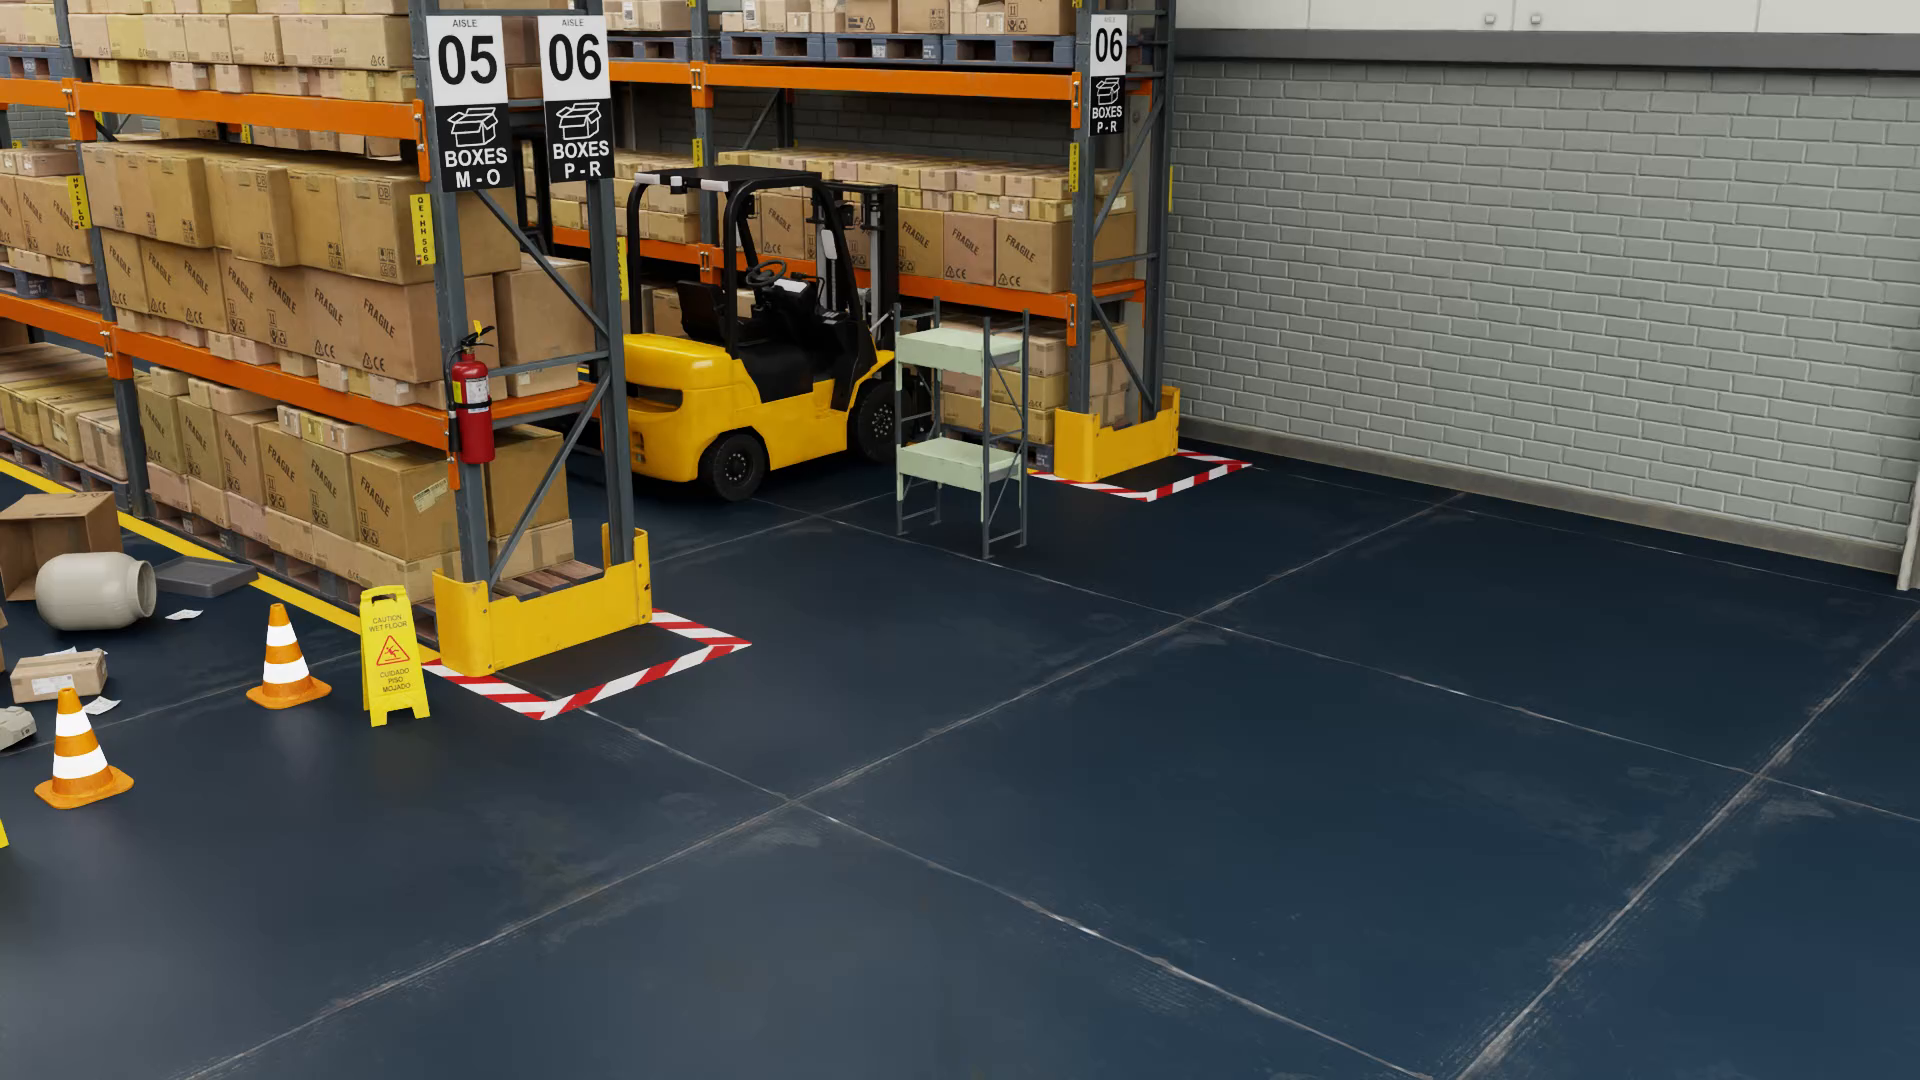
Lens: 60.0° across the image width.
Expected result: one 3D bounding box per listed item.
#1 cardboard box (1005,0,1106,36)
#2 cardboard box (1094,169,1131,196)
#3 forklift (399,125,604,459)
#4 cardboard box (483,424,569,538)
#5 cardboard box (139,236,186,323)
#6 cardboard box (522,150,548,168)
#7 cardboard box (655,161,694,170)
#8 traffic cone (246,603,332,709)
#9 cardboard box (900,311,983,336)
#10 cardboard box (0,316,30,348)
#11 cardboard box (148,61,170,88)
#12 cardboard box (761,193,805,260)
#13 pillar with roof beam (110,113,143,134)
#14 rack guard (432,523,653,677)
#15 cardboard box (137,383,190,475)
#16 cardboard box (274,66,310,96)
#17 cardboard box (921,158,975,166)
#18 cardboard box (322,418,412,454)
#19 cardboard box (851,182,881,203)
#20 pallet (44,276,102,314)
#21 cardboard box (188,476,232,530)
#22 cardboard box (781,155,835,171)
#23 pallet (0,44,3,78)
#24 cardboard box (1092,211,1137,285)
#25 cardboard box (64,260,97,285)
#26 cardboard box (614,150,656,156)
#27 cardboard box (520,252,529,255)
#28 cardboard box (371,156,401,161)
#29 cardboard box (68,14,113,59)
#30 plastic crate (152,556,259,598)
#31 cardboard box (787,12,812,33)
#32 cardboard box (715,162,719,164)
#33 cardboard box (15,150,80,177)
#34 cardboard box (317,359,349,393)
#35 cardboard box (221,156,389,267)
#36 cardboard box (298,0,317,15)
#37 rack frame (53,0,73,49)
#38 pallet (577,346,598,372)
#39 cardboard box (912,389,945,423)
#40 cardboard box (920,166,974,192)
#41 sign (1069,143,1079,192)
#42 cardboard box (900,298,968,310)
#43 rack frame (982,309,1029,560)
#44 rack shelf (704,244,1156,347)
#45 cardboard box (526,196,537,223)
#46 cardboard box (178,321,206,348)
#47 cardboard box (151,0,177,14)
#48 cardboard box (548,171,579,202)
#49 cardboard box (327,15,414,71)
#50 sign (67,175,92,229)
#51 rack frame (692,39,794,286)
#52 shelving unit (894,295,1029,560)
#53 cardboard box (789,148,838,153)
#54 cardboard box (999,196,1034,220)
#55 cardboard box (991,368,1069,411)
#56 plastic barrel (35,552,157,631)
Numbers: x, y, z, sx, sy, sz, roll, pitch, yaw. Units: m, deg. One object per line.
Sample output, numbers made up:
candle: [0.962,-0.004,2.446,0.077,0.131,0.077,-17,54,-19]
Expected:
cardboard box: [0.660,-3.760,11.518,0.500,0.500,0.500,16,24,41]
cardboard box: [1.044,-2.616,12.165,0.250,0.149,0.380,14,23,38]
forklift: [-3.391,-2.142,12.517,3.031,2.935,1.130,15,23,39]
cardboard box: [-2.577,-0.354,9.379,0.500,0.500,0.500,14,22,37]
cardboard box: [-4.596,-1.623,10.110,0.500,0.500,0.500,15,23,39]
cardboard box: [-3.966,-3.641,15.889,0.250,0.149,0.380,15,23,40]
cardboard box: [-2.447,-3.227,14.585,0.250,0.149,0.380,15,23,38]
traffic cone: [-3.317,0.537,8.154,0.334,0.463,0.336,15,23,39]
cardboard box: [-0.168,-1.590,12.860,0.500,0.250,0.500,15,23,40]
cardboard box: [-8.584,-1.829,14.233,0.875,0.875,0.875,15,23,39]
cardboard box: [-4.482,-2.723,9.691,0.250,0.149,0.380,16,24,41]
cardboard box: [-1.280,-2.603,13.690,0.500,0.500,0.500,16,23,40]
pillar with roof beam: [-15.090,-7.845,20.453,0.400,9.000,9.100,15,23,39]
rack guard: [-2.196,0.299,8.844,0.348,0.500,1.175,15,23,39]
cardboard box: [-4.869,-0.748,10.622,0.500,0.500,0.500,16,24,42]
cardboard box: [-3.338,-2.405,8.687,0.250,0.149,0.380,15,23,39]
cardboard box: [-0.094,-2.933,13.164,0.250,0.149,0.380,15,23,40]
cardboard box: [-3.230,-0.594,9.064,0.250,0.149,0.380,16,24,41]
cardboard box: [-0.632,-2.723,12.995,0.250,0.149,0.380,14,23,38]
pallet: [-5.606,-1.776,11.565,1.213,0.211,1.003,15,23,39]
cardboard box: [-4.462,-0.286,10.406,0.500,0.250,0.500,17,24,42]
cardboard box: [-1.221,-3.016,13.426,0.250,0.149,0.380,16,23,40]
pallet: [-6.299,-3.376,11.644,1.003,0.211,1.213,15,23,39]
cardboard box: [0.967,-2.211,12.455,0.500,0.500,0.500,16,24,41]
cardboard box: [-5.699,-1.802,11.052,0.250,0.149,0.380,15,23,40]
cardboard box: [-3.069,-3.597,15.749,0.250,0.149,0.380,15,23,40]
cardboard box: [-2.699,-1.328,9.181,0.500,0.500,0.500,16,24,41]
cardboard box: [-5.834,-3.875,17.416,0.500,0.250,0.500,14,22,37]
cardboard box: [-4.983,-3.030,9.999,0.500,0.250,0.500,14,23,38]
plastic crate: [-4.501,0.212,9.812,0.583,0.080,0.402,7,19,21]
cardboard box: [-1.130,-4.049,13.009,0.250,0.149,0.380,16,24,41]
cardboard box: [-1.959,-3.280,14.752,0.250,0.149,0.380,14,23,38]
cardboard box: [-6.150,-2.556,11.285,0.250,0.149,0.380,14,22,38]
cardboard box: [-3.214,-0.911,8.940,0.250,0.149,0.380,16,23,40]
cardboard box: [-3.489,-1.779,8.949,0.500,0.500,0.700,15,23,39]
cardboard box: [-3.114,-2.739,8.421,0.250,0.149,0.380,15,23,40]
rack frame: [-5.131,-4.540,10.041,0.127,3.000,1.000,15,23,39]
pallet: [-3.332,-1.859,16.121,1.213,0.211,1.003,15,23,39]
cardboard box: [-0.142,-1.118,13.028,0.500,0.250,0.500,15,23,40]
cardboard box: [-0.079,-2.707,12.453,0.250,0.149,0.380,16,23,41]
sign: [0.783,-2.546,11.370,0.005,0.325,0.100,15,23,39]
cardboard box: [-0.202,-1.814,13.566,0.500,0.250,0.500,14,23,38]
rack frame: [0.279,-0.640,10.149,0.023,1.500,0.400,15,23,39]
rack shelf: [-0.343,-2.060,13.333,4.000,0.370,1.077,15,23,39]
cardboard box: [-3.898,-3.188,15.945,0.500,0.250,0.500,14,22,38]
cardboard box: [-4.504,-1.282,10.108,0.250,0.149,0.380,16,24,41]
cardboard box: [-4.308,-3.036,9.357,0.250,0.149,0.380,14,22,37]
cardboard box: [-3.509,-3.323,15.546,0.500,0.250,0.500,15,23,40]
cardboard box: [-2.700,-2.419,8.074,0.500,0.250,0.500,15,23,39]
sign: [-5.496,-2.106,10.376,0.005,0.325,0.100,15,23,39]
rack frame: [-1.839,-2.804,14.490,0.127,3.000,1.000,15,23,39]
shelving unit: [0.005,-0.714,10.381,0.755,1.500,0.431,15,23,39]
cardboard box: [-1.239,-3.248,14.156,0.250,0.149,0.380,14,23,38]
cardboard box: [0.497,-2.409,12.006,0.250,0.149,0.380,16,23,40]
cardboard box: [0.582,-1.156,12.321,0.500,0.250,0.500,15,23,39]
plastic barrel: [-4.689,0.278,9.035,0.512,0.421,0.421,-3,18,-8]
